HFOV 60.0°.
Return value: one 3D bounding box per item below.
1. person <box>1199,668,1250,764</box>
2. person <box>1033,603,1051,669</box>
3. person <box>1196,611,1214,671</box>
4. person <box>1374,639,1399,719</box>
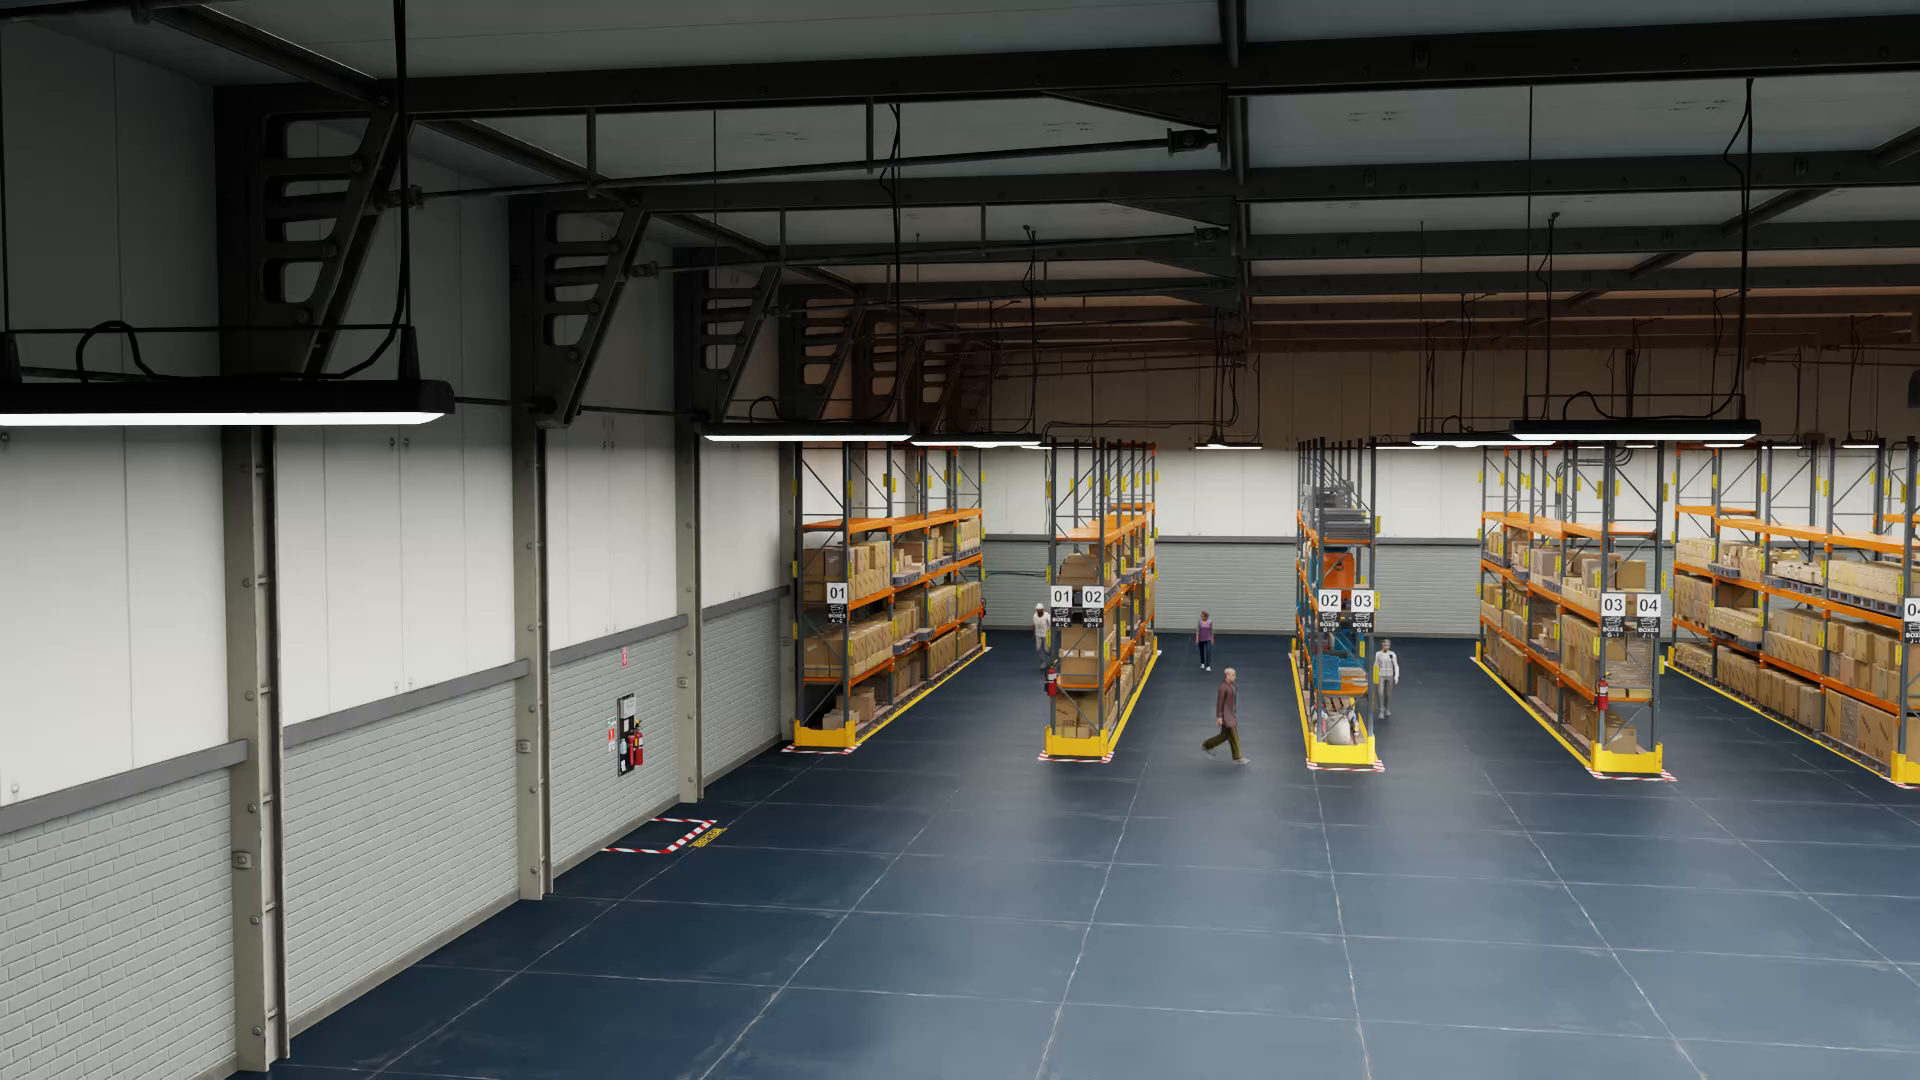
[{"bbox_3d":[4.897,3.228,30.663,1.054,1.744,0.629,2,3,27],"label":"person"},{"bbox_3d":[2.238,2.529,44.085,0.630,1.732,0.717,2,3,28],"label":"person"},{"bbox_3d":[6.423,2.635,43.602,0.450,1.546,0.839,1,3,17],"label":"person"},{"bbox_3d":[9.219,2.994,35.967,0.529,1.703,0.574,0,3,7],"label":"person"}]
